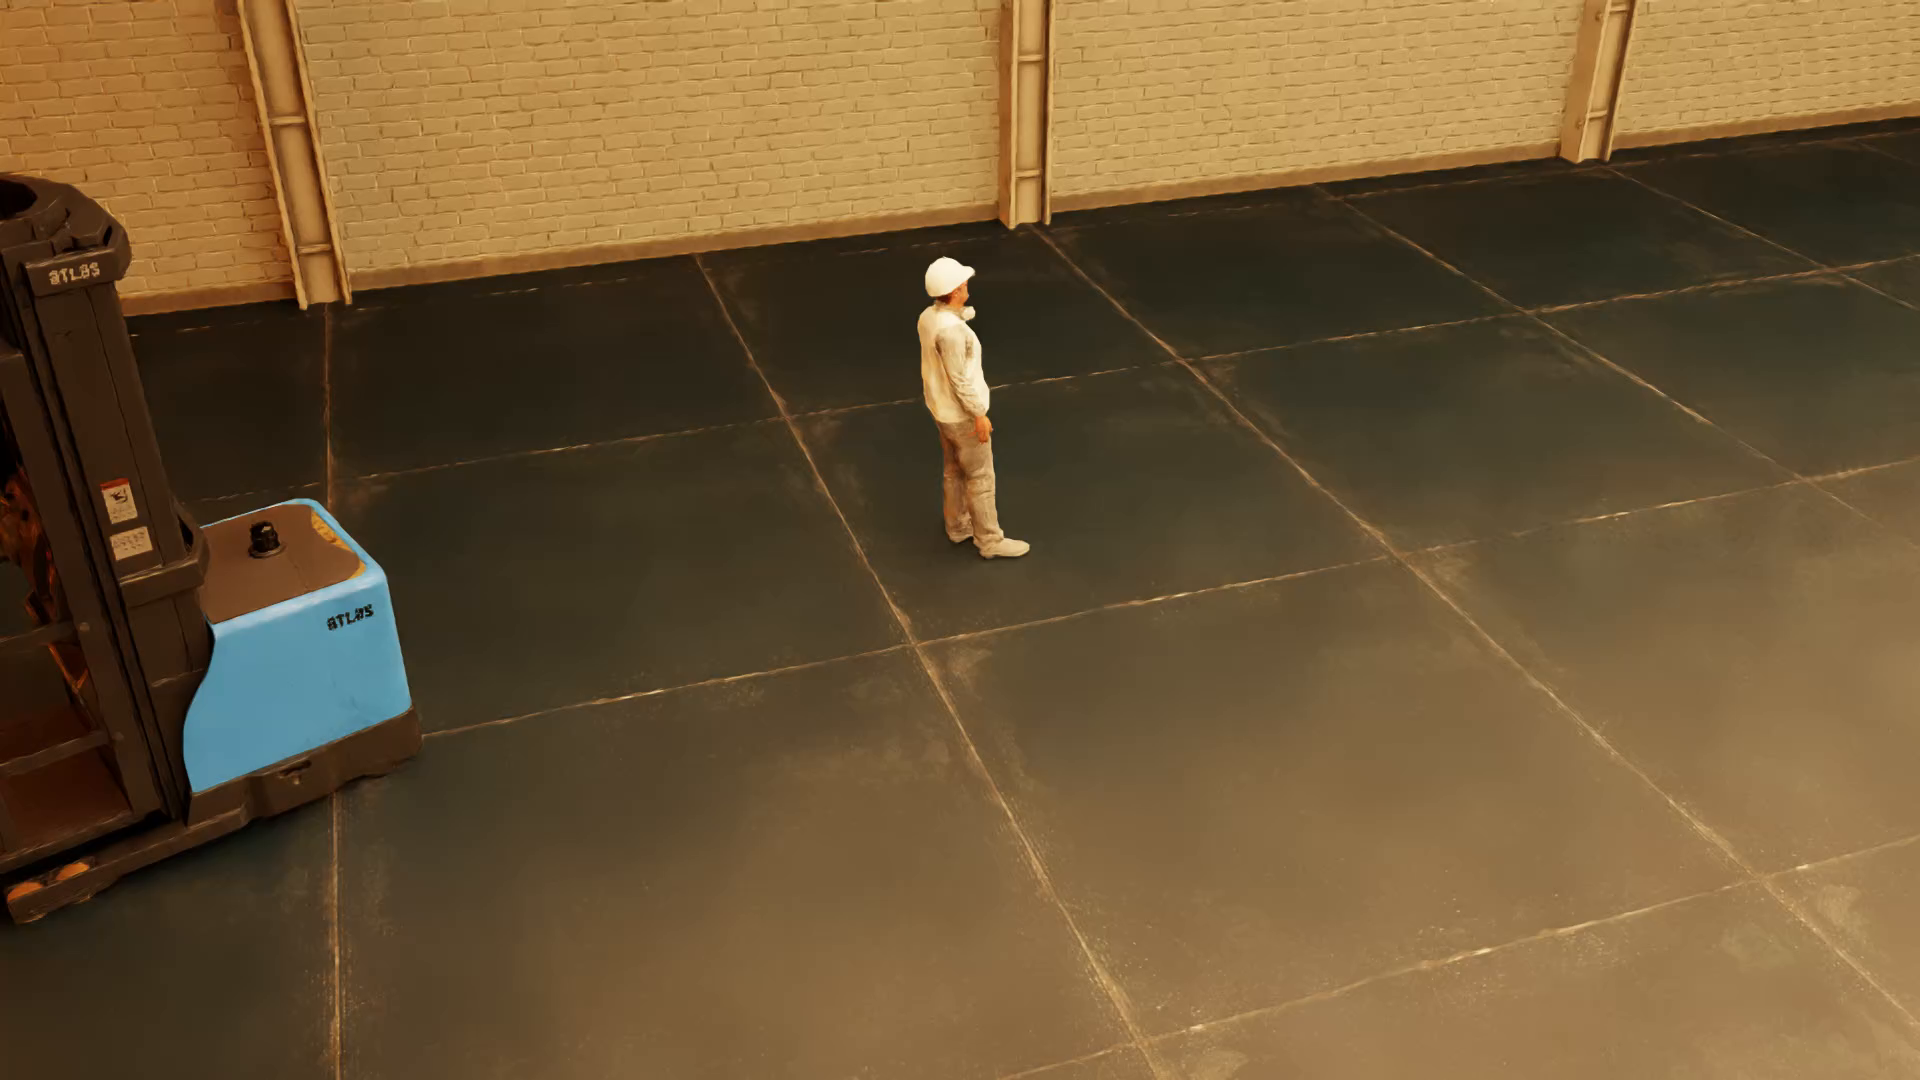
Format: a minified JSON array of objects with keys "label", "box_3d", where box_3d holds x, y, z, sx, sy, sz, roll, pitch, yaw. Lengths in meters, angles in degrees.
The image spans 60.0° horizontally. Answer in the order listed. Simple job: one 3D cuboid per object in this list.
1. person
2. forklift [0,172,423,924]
[{"label":"person","box_3d":[0.062,-0.781,9.591,0.567,1.773,0.632,-10,31,-16]},{"label":"forklift","box_3d":[-4.099,0.076,6.956,3.031,2.935,1.130,-22,36,-33]}]
